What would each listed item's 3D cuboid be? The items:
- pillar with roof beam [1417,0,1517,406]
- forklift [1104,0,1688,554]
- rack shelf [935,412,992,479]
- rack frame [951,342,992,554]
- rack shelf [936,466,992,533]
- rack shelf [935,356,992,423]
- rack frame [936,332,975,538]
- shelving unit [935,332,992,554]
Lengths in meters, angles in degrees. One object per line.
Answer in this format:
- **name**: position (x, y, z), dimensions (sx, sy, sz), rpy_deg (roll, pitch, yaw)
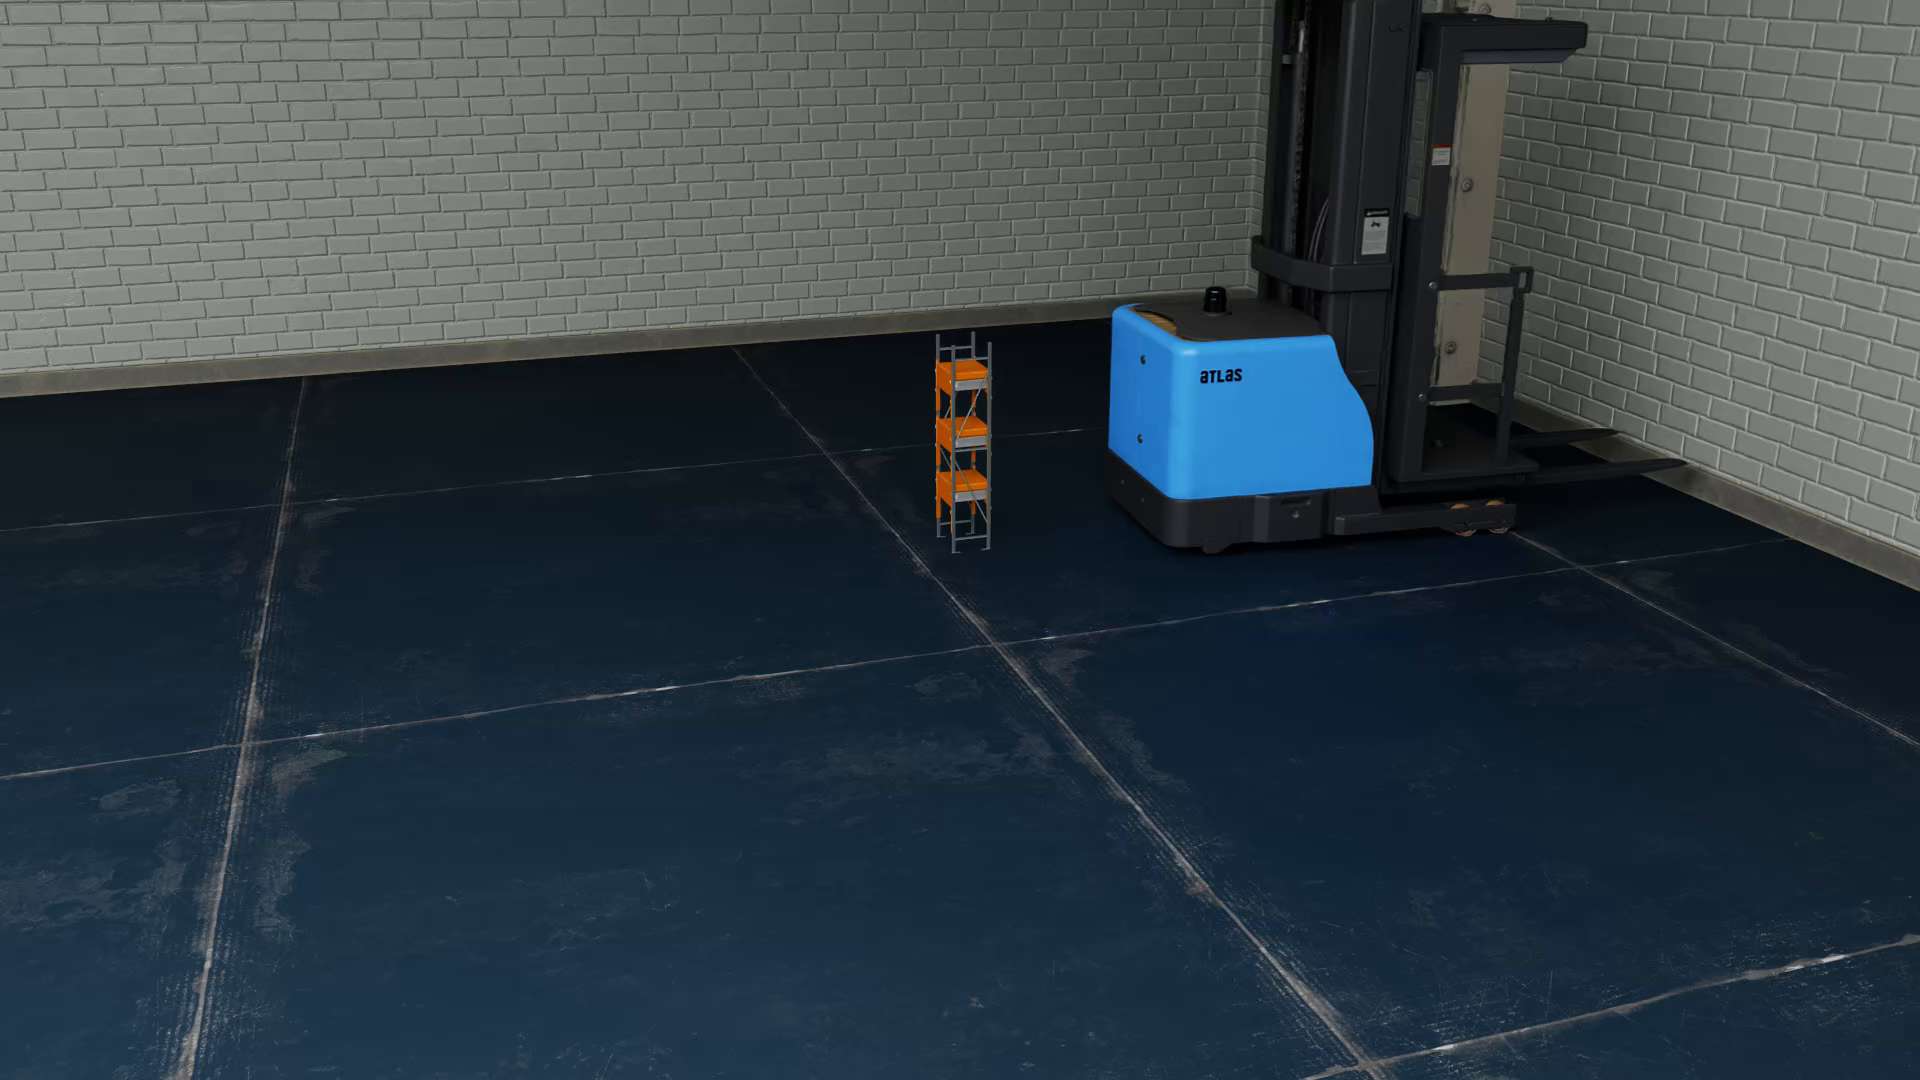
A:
- **pillar with roof beam**: position (-0.910, -4.732, 8.280), dimensions (9.100, 9.000, 0.400), rpy_deg (-6, 21, -17)
- **forklift**: position (2.352, -1.564, 8.435), dimensions (3.031, 2.935, 1.130), rpy_deg (-5, 20, -14)
- **rack shelf**: position (0.017, -0.467, 8.195), dimensions (0.215, 0.259, 0.240), rpy_deg (-6, 21, -17)
- **rack frame**: position (0.055, -0.438, 8.082), dimensions (0.200, 1.050, 0.008), rpy_deg (-6, 21, -17)
- **rack shelf**: position (0.017, -0.205, 8.289), dimensions (0.215, 0.259, 0.240), rpy_deg (-6, 21, -17)
- **rack shelf**: position (0.017, -0.734, 8.099), dimensions (0.215, 0.259, 0.240), rpy_deg (-6, 21, -17)
- **rack frame**: position (-0.022, -0.516, 8.300), dimensions (0.200, 1.050, 0.008), rpy_deg (-6, 21, -17)
- **shelving unit**: position (0.017, -0.477, 8.191), dimensions (0.215, 1.050, 0.252), rpy_deg (-6, 21, -17)
